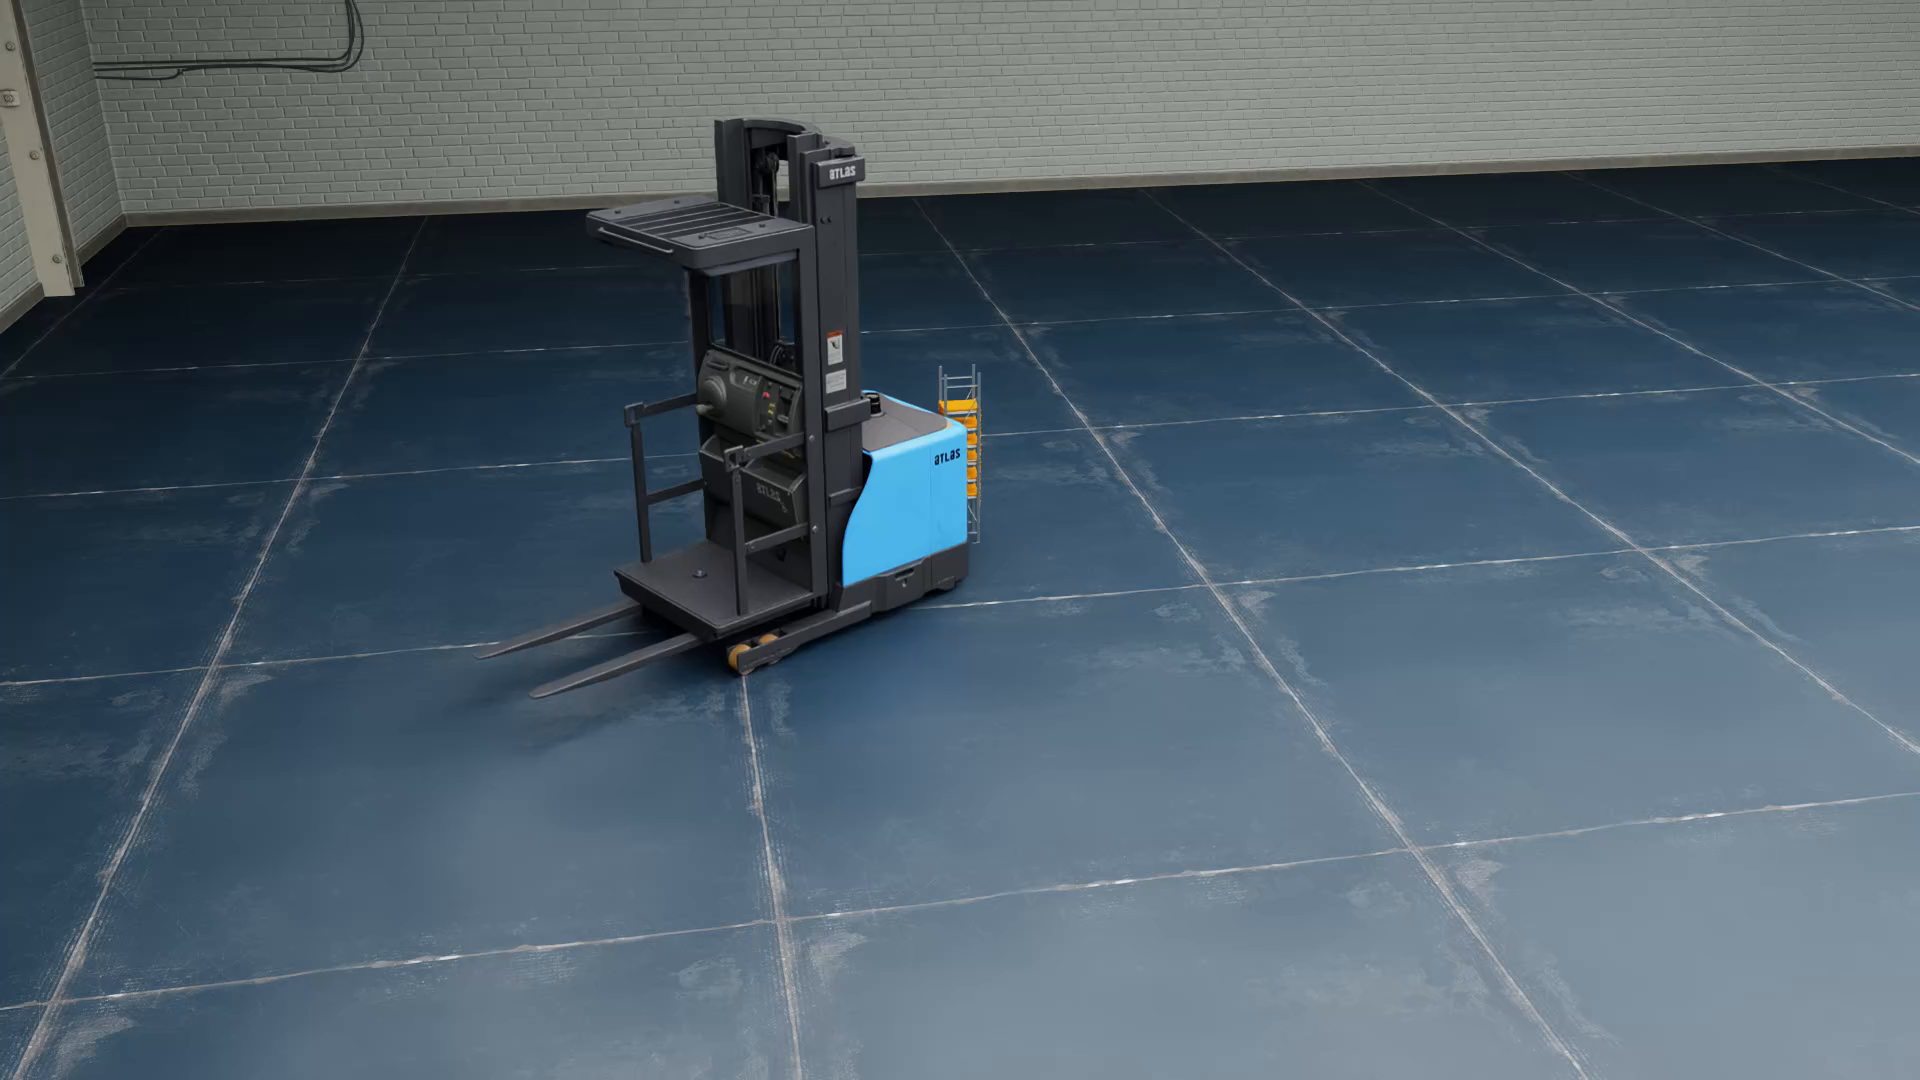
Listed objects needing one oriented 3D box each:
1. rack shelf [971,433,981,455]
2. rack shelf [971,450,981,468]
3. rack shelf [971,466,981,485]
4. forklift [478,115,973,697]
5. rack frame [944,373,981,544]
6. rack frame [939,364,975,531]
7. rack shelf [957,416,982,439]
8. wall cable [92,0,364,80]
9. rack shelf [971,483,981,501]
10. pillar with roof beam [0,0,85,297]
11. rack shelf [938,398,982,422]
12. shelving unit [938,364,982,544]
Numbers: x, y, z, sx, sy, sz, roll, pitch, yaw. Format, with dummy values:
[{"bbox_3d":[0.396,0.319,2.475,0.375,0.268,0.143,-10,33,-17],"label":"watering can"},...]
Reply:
[{"bbox_3d":[-0.003,-0.625,10.993,0.258,0.103,0.180,-4,24,-10],"label":"rack shelf"},{"bbox_3d":[-0.003,-0.515,11.041,0.258,0.103,0.180,-4,24,-10],"label":"rack shelf"},{"bbox_3d":[-0.003,-0.405,11.089,0.258,0.103,0.180,-4,24,-10],"label":"rack shelf"},{"bbox_3d":[-1.342,-0.820,9.466,3.031,2.935,1.130,-20,31,-38],"label":"forklift"},{"bbox_3d":[0.014,-0.520,10.940,0.240,1.200,0.006,-4,24,-10],"label":"rack frame"},{"bbox_3d":[-0.020,-0.592,11.105,0.240,1.200,0.006,-4,24,-10],"label":"rack frame"},{"bbox_3d":[-0.003,-0.735,10.945,0.258,0.103,0.180,-4,24,-10],"label":"rack shelf"},{"bbox_3d":[-8.478,-6.520,18.814,3.097,2.526,0.112,-4,24,-10],"label":"wall cable"},{"bbox_3d":[-0.003,-0.295,11.137,0.258,0.103,0.180,-4,24,-10],"label":"rack shelf"},{"bbox_3d":[-5.002,-7.005,16.045,9.100,9.000,0.400,-4,24,-10],"label":"pillar with roof beam"},{"bbox_3d":[-0.003,-0.845,10.897,0.258,0.103,0.180,-4,24,-10],"label":"rack shelf"},{"bbox_3d":[-0.003,-0.556,11.023,0.258,1.200,0.189,-4,24,-10],"label":"shelving unit"}]
